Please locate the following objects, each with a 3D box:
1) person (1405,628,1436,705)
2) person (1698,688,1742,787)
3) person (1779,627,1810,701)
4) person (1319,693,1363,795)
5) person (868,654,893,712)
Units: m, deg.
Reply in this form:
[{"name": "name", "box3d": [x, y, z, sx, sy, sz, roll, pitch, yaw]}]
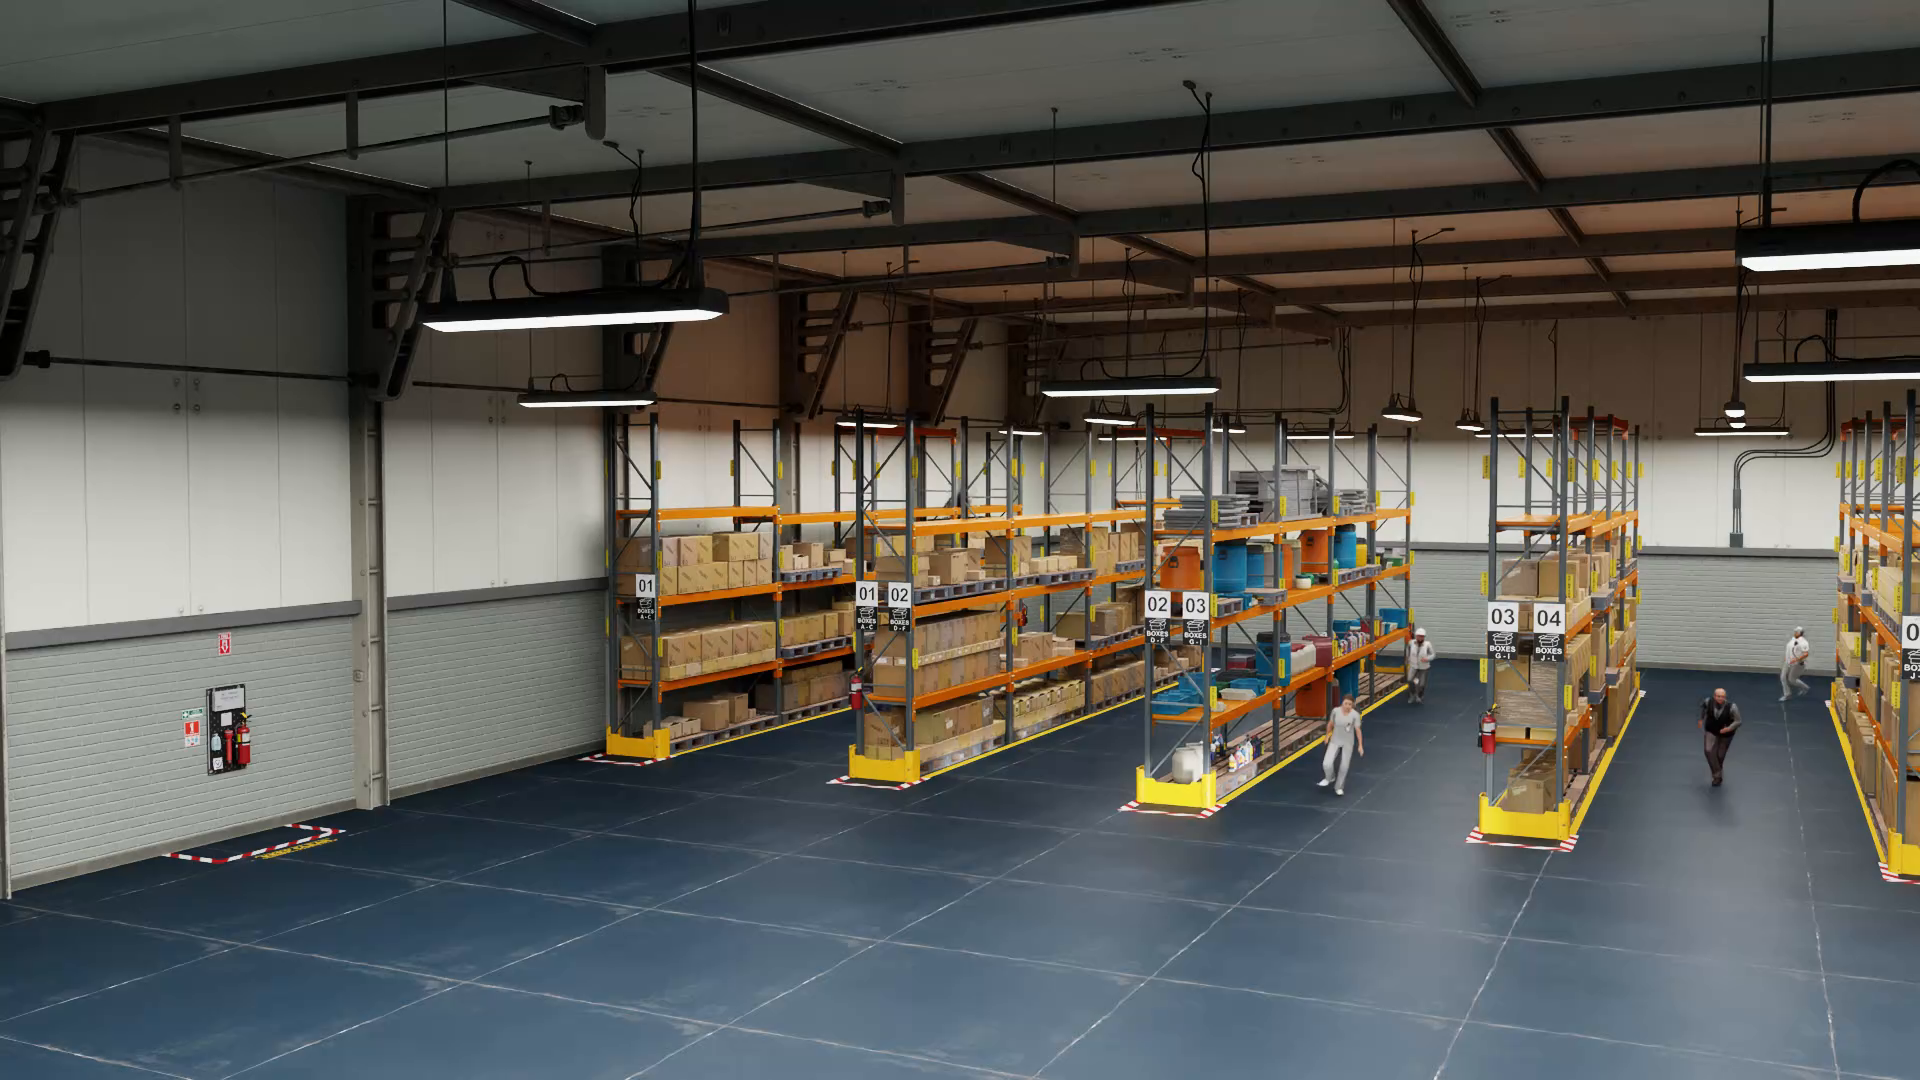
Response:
[{"name": "person", "box3d": [9.781, 2.683, 35.344, 0.647, 1.662, 0.986, 1, 3, 19]}, {"name": "person", "box3d": [12.095, 3.090, 26.458, 0.660, 1.556, 1.066, 1, 3, 28]}, {"name": "person", "box3d": [18.154, 2.687, 36.060, 0.622, 1.639, 0.637, 0, 2, -11]}, {"name": "person", "box3d": [5.866, 3.117, 25.567, 0.702, 1.595, 0.606, 1, 3, 20]}, {"name": "person", "box3d": [-1.503, 2.830, 33.528, 0.668, 1.592, 0.770, -1, 3, -24]}]
